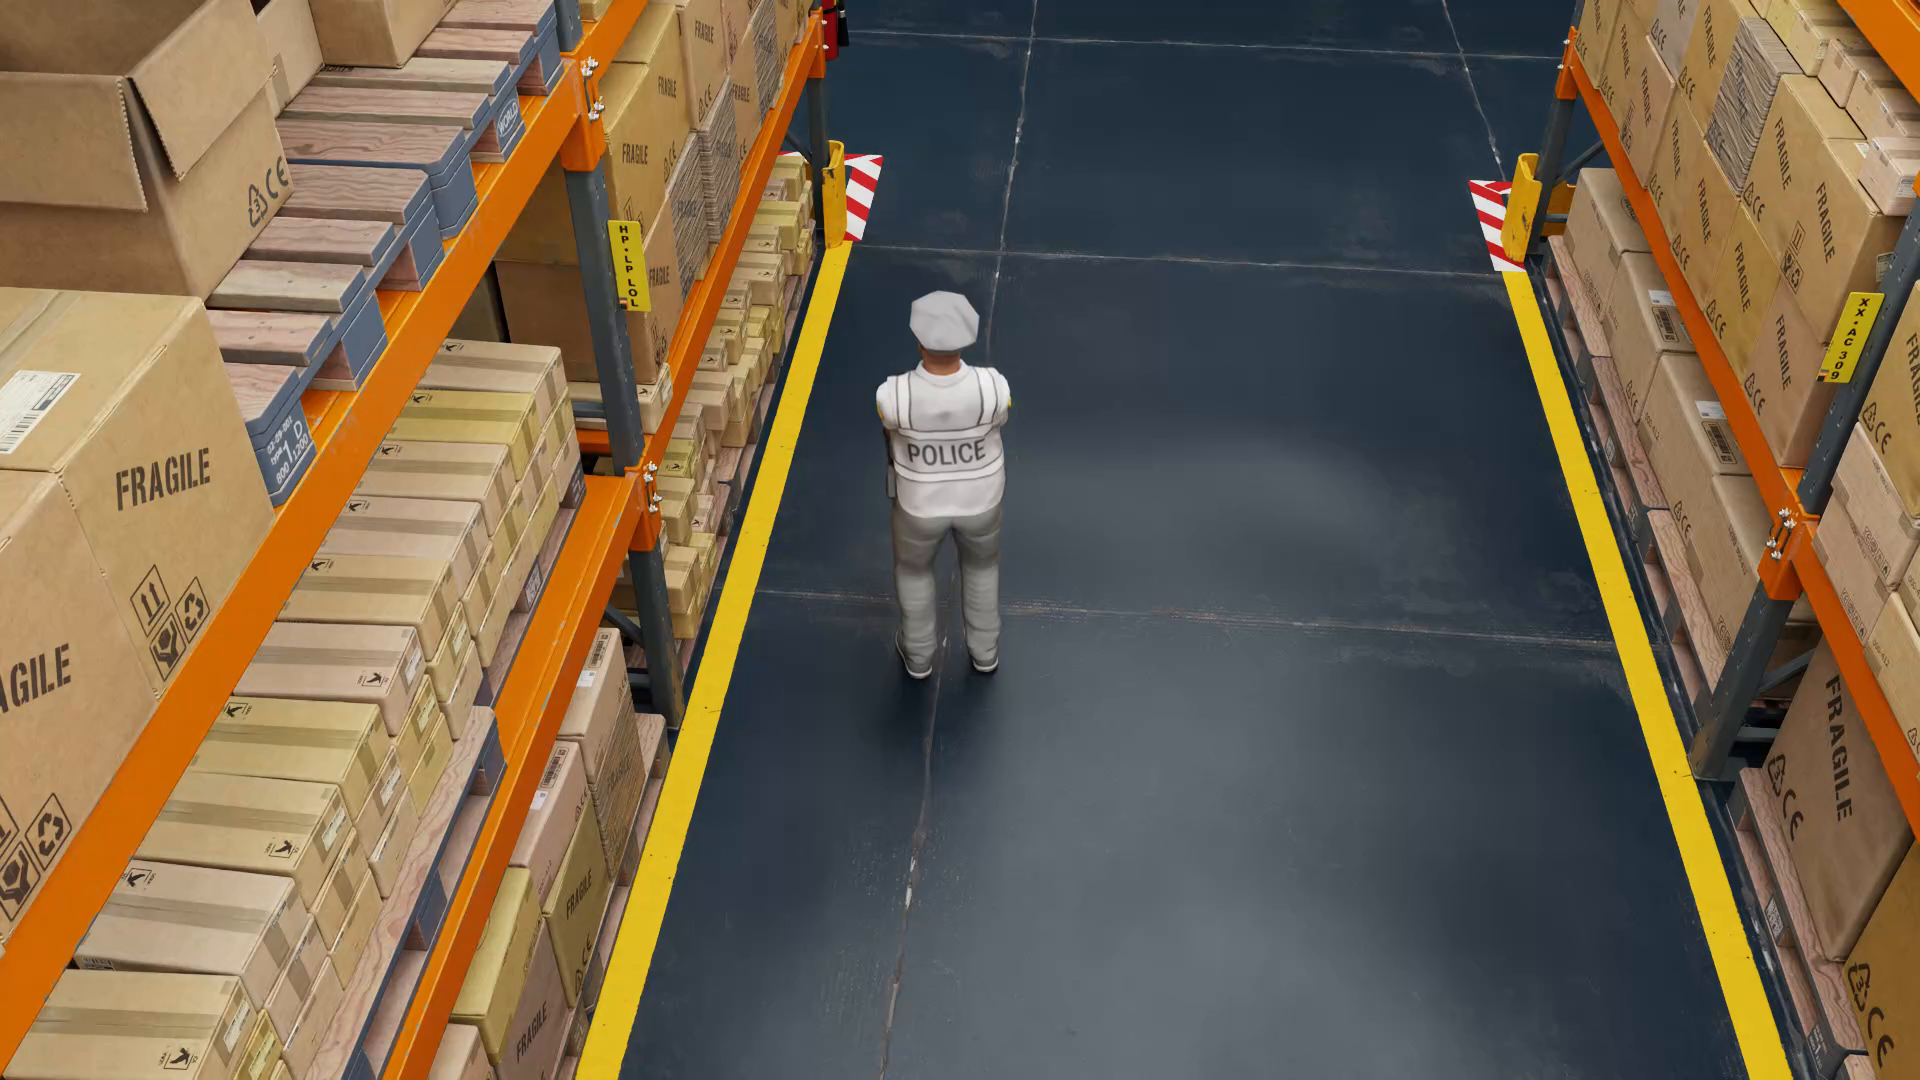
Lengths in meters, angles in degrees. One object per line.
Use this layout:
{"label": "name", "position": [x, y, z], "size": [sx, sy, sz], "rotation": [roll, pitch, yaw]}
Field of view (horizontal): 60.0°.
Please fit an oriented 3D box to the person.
{"label": "person", "position": [-0.073, -0.241, 6.428], "size": [0.494, 1.767, 0.564], "rotation": [-5, 40, -6]}
